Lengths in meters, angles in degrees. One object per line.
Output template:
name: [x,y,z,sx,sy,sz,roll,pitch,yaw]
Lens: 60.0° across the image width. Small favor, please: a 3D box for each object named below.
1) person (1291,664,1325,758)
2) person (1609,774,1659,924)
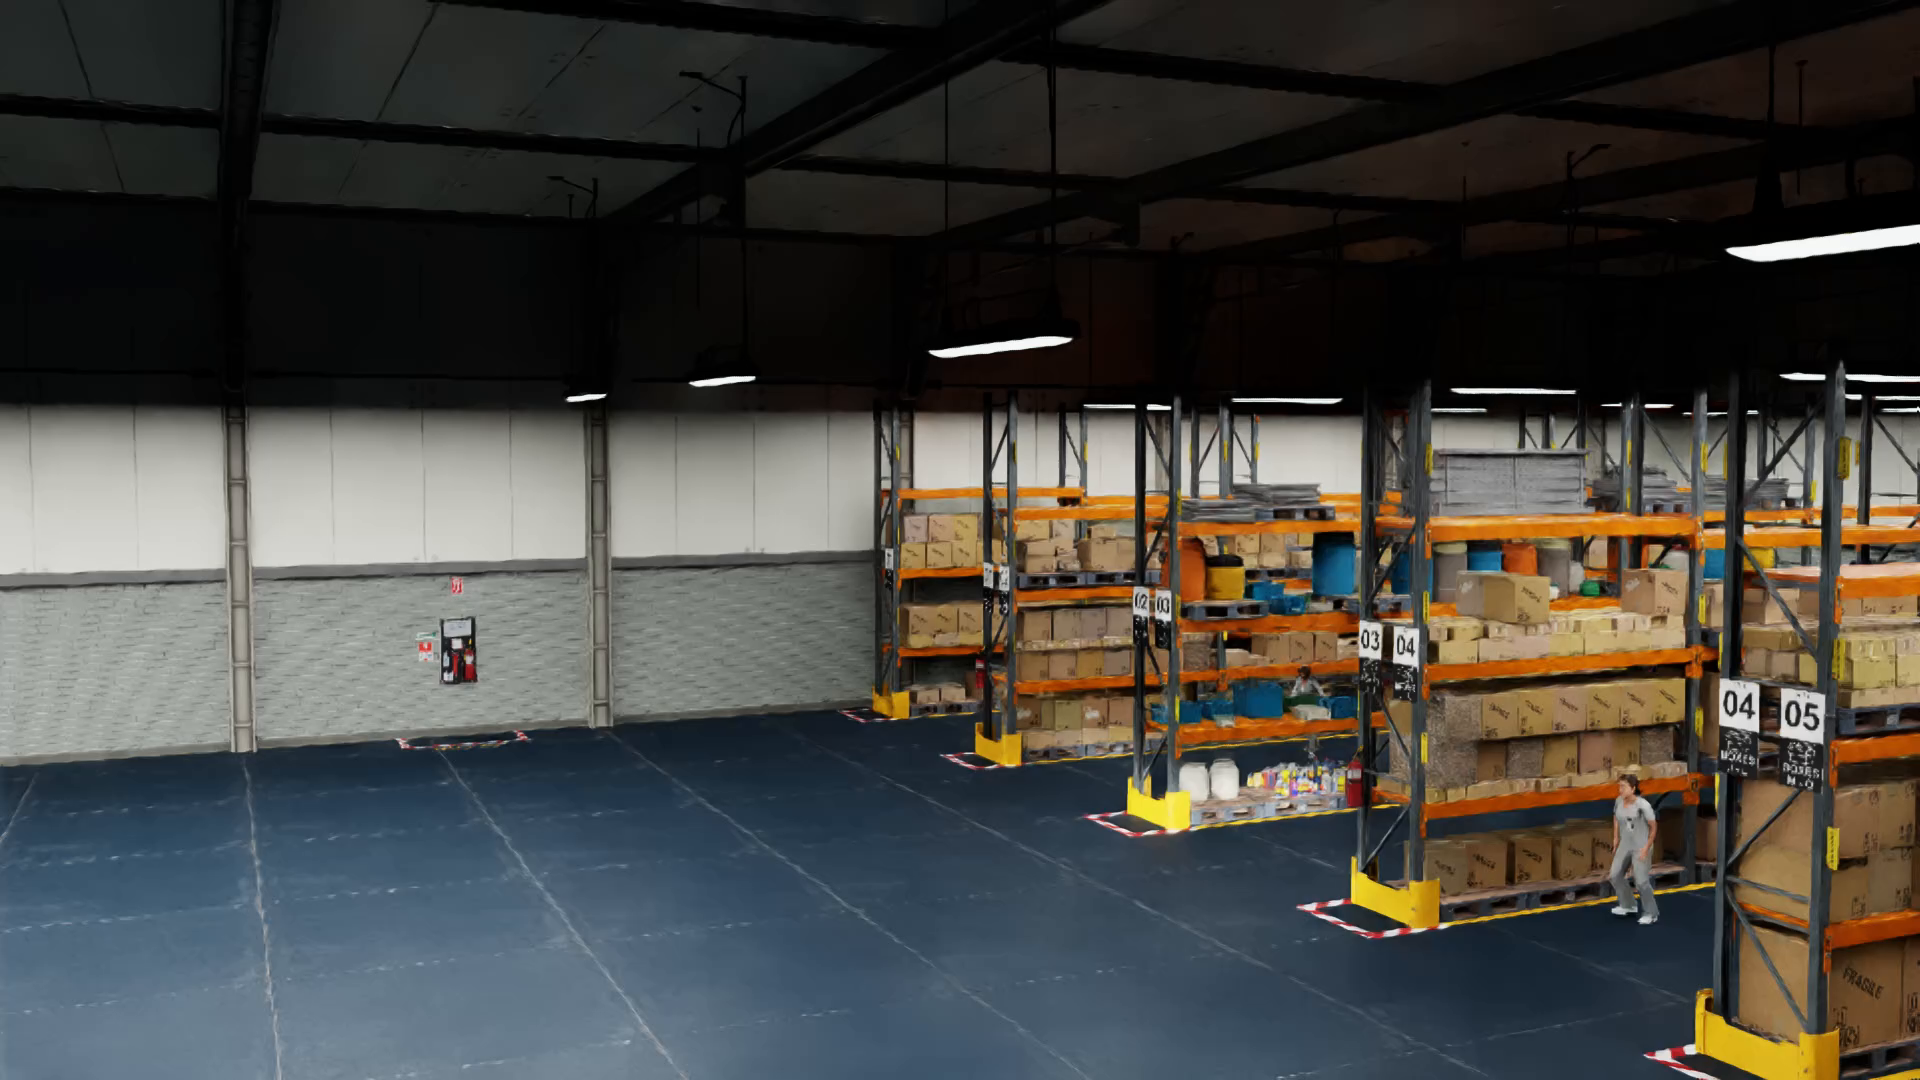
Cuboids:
person: [5.782,2.790,27.460,0.788,1.525,0.561,-3,4,-42]
person: [7.287,3.299,17.953,0.507,1.585,0.580,-2,4,-27]
